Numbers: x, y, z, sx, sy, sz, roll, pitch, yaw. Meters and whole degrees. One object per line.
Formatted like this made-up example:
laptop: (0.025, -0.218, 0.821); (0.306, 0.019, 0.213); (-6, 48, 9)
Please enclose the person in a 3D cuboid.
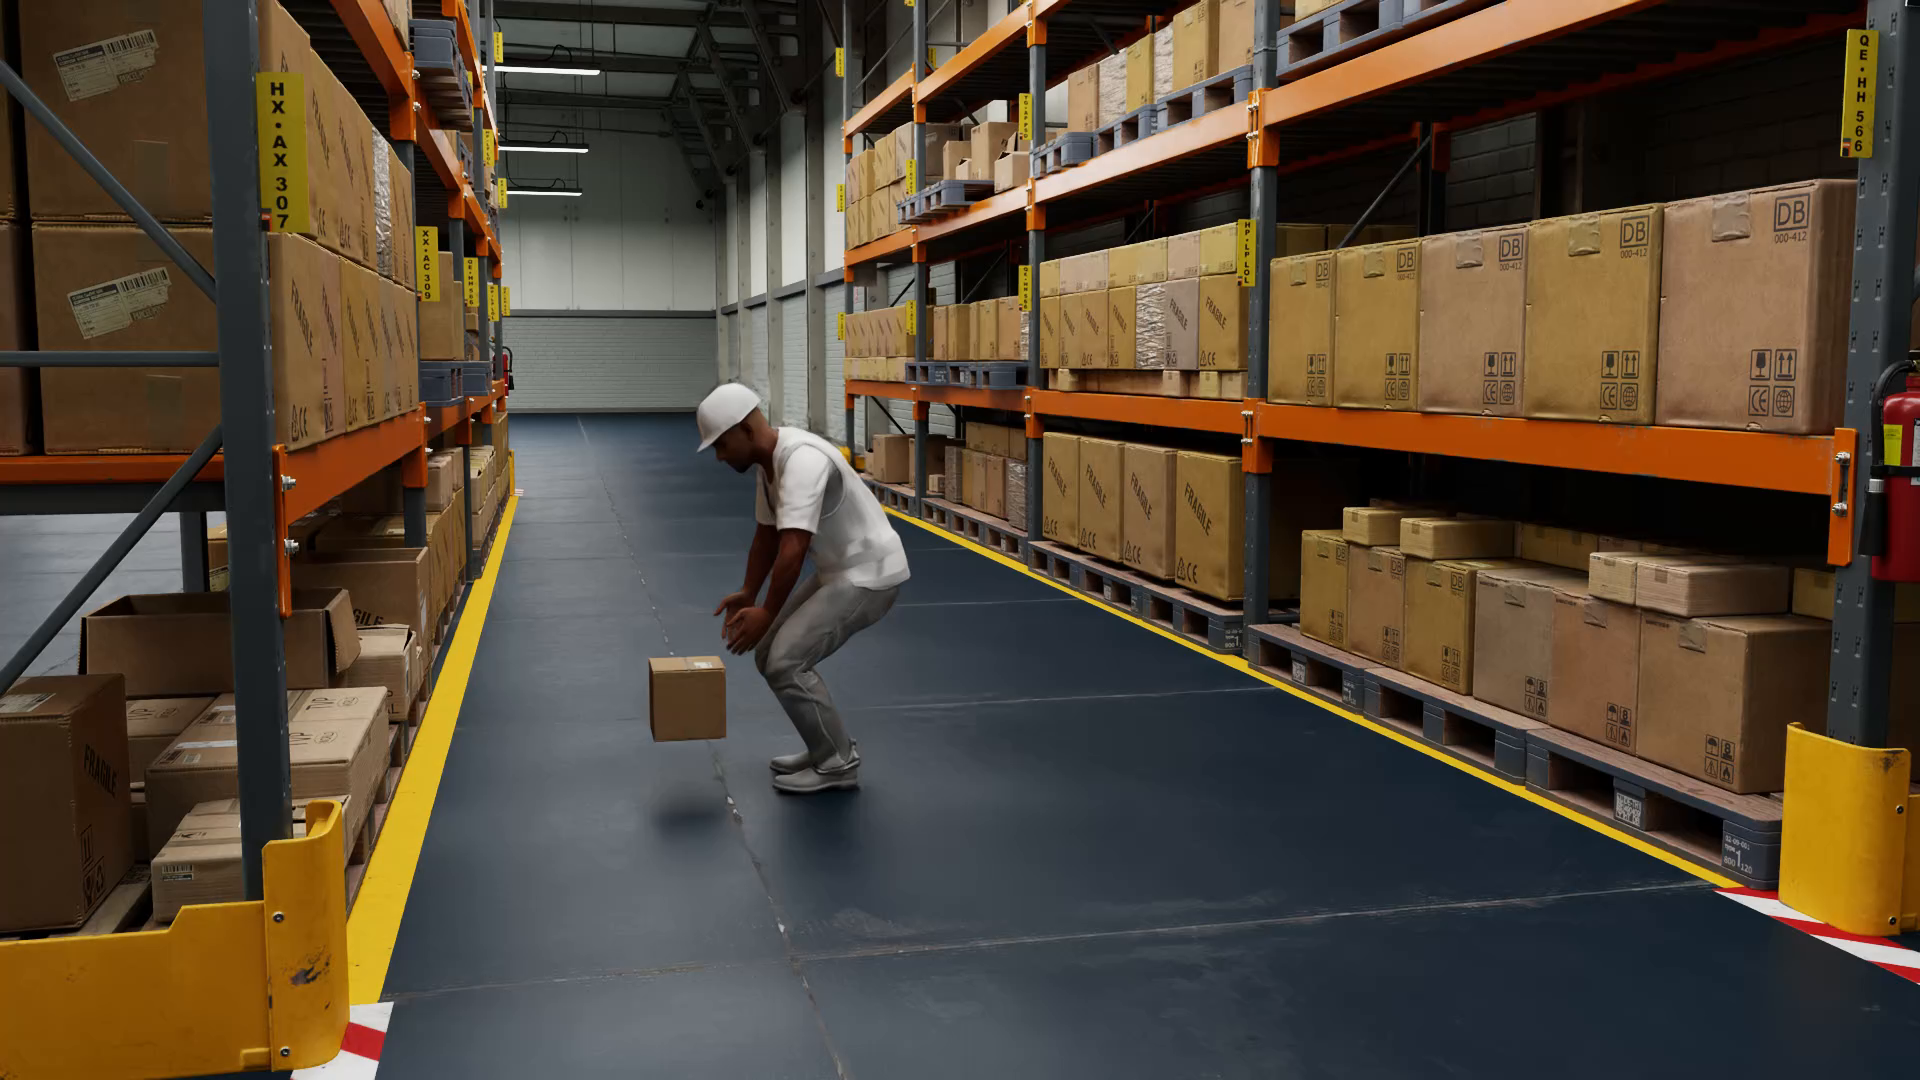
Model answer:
person: (-0.551, 0.165, 5.890); (0.746, 1.429, 0.631); (-1, 6, -14)
